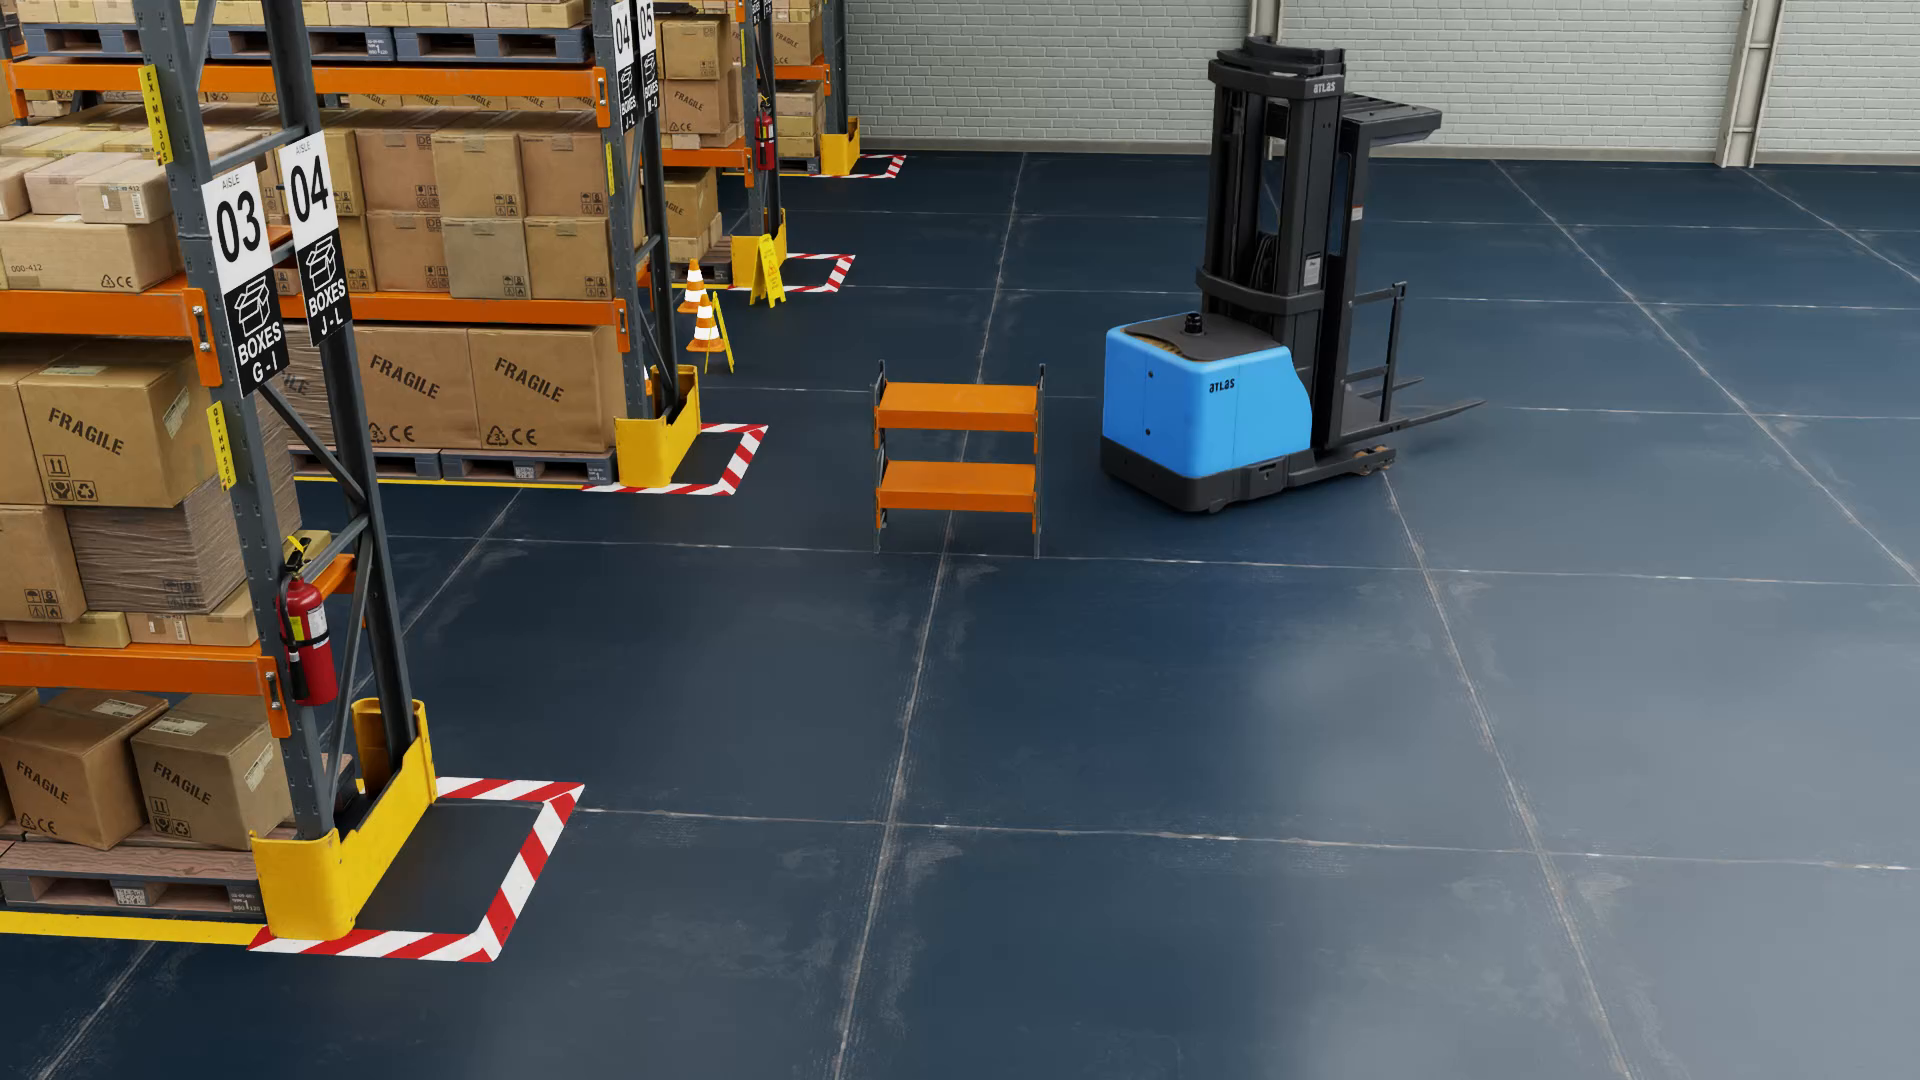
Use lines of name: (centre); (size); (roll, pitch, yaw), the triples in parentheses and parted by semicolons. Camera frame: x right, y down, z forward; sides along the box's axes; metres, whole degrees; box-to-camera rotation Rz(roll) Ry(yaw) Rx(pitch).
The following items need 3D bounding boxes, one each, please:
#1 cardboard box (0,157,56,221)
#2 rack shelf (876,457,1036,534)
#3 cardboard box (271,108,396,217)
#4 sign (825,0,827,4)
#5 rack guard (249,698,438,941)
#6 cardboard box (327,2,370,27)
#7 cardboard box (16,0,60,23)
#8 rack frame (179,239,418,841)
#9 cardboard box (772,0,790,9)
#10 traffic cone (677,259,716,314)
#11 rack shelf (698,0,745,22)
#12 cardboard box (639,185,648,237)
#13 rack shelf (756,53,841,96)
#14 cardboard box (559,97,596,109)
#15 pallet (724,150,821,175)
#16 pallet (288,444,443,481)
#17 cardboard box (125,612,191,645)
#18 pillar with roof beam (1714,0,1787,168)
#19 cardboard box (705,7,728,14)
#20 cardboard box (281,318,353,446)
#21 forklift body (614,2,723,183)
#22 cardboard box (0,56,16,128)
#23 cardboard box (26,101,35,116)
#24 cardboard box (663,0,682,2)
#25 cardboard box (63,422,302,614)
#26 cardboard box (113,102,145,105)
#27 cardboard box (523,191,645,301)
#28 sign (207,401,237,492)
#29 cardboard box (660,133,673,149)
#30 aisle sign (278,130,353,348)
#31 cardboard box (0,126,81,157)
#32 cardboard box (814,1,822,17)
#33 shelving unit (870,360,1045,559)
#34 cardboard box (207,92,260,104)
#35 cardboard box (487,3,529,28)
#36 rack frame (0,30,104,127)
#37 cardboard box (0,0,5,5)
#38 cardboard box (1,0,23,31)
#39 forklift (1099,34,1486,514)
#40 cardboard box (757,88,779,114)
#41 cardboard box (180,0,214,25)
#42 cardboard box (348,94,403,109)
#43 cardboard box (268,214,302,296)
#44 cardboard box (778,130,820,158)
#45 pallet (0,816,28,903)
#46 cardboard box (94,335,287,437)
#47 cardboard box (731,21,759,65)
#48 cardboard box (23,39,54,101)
cardboard box: (-3.500, -1.281, 6.060); (0.250, 0.149, 0.380); (1, 25, 2)
rack shelf: (-0.007, -0.289, 10.618); (1.000, 0.278, 0.538); (2, 25, 4)
cardboard box: (-4.195, -2.574, 11.284); (0.500, 0.550, 0.875); (2, 25, 4)
sign: (-1.588, -6.514, 19.649); (0.005, 0.325, 0.100); (2, 25, 4)
rack guard: (-2.743, 1.226, 7.486); (0.348, 0.500, 1.175); (2, 25, 4)
cardboard box: (-3.811, -3.366, 10.566); (0.250, 0.149, 0.380); (2, 25, 4)
cardboard box: (-5.838, -3.430, 10.706); (0.250, 0.149, 0.380); (1, 25, 3)
rack frame: (-2.667, 0.093, 6.959); (0.127, 3.000, 1.000); (2, 25, 4)
cardboard box: (-2.154, -6.500, 20.036); (0.250, 0.149, 0.380); (2, 25, 4)
traffic cone: (-2.436, -2.361, 15.327); (0.334, 0.463, 0.336); (2, 25, 4)
rack shelf: (-3.903, -5.137, 15.597); (4.000, 0.370, 1.077); (2, 25, 4)
cardboard box: (-3.248, -3.252, 16.118); (0.500, 0.500, 0.500); (3, 25, 6)
rack shelf: (-3.526, -5.843, 20.721); (4.000, 0.370, 1.077); (2, 25, 4)
cardboard box: (-3.468, -4.155, 15.717); (0.500, 0.500, 0.500); (2, 25, 4)
pallet: (-2.298, -4.846, 21.029); (1.213, 0.211, 1.003); (2, 25, 4)
pallet: (-4.203, -0.737, 12.099); (1.213, 0.211, 1.003); (2, 25, 4)
cardboard box: (-3.216, 0.276, 6.862); (0.250, 0.149, 0.380); (2, 25, 4)
pillar with roof beam: (9.478, -7.051, 15.308); (0.400, 9.000, 9.100); (2, 25, 4)
cardboard box: (-2.927, -6.371, 20.113); (0.250, 0.149, 0.380); (1, 25, 2)
cardboard box: (-4.654, -1.248, 11.912); (0.875, 0.875, 0.875); (2, 25, 4)
forklift body: (-3.563, -5.021, 19.088); (1.214, 2.155, 2.313); (2, 25, 4)
cardboard box: (-4.127, -1.837, 6.492); (0.500, 0.500, 0.500); (2, 25, 4)
cardboard box: (-9.027, -4.231, 16.154); (0.250, 0.149, 0.380); (0, 25, 1)
cardboard box: (-3.435, -6.551, 20.148); (0.250, 0.149, 0.380); (2, 25, 5)
cardboard box: (-3.213, -0.116, 6.939); (0.500, 0.500, 0.875); (2, 25, 4)
cardboard box: (-7.967, -4.210, 16.109); (0.250, 0.149, 0.380); (3, 25, 6)
cardboard box: (-2.560, -2.032, 11.398); (0.550, 0.550, 0.875); (2, 25, 4)
sign: (-2.730, -0.346, 6.149); (0.005, 0.325, 0.100); (2, 25, 4)
cardboard box: (-2.813, -3.825, 15.774); (0.250, 0.149, 0.380); (1, 25, 3)
aisle sign: (-2.582, -1.211, 6.683); (0.004, 0.787, 0.394); (2, 25, 4)
cardboard box: (-3.702, -1.531, 6.603); (0.250, 0.149, 0.380); (3, 25, 6)
cardboard box: (-1.851, -6.565, 20.533); (0.250, 0.149, 0.380); (1, 25, 3)
shelving unit: (-0.007, -0.511, 10.515); (1.048, 1.125, 0.538); (2, 25, 4)
cardboard box: (-6.869, -4.471, 15.900); (0.500, 0.500, 0.500); (2, 25, 4)
cardboard box: (-2.795, -3.333, 10.495); (0.250, 0.149, 0.380); (2, 25, 4)
rack frame: (-6.175, -2.099, 11.722); (0.127, 3.000, 1.000); (2, 25, 4)
cardboard box: (-6.758, -3.760, 11.283); (0.396, 0.266, 0.258); (1, 25, 3)
cardboard box: (-11.733, -6.576, 20.830); (0.500, 0.500, 0.700); (2, 25, 4)
forklift: (2.500, -1.957, 11.497); (3.031, 2.935, 1.130); (-15, 29, -29)
cardboard box: (-2.525, -5.400, 20.489); (0.500, 0.250, 0.500); (2, 25, 5)
cardboard box: (-4.823, -3.398, 10.637); (0.250, 0.149, 0.380); (1, 25, 3)
cardboard box: (-5.479, -4.215, 15.847); (0.500, 0.500, 0.500); (2, 25, 4)
cardboard box: (-4.727, -2.085, 11.514); (0.550, 0.550, 0.875); (2, 25, 4)
cardboard box: (-2.025, -4.931, 20.665); (0.500, 0.250, 0.500); (2, 25, 4)
pallet: (-4.763, 1.277, 7.723); (1.213, 0.211, 1.003); (2, 25, 4)
cardboard box: (-3.195, -0.673, 6.952); (0.500, 0.500, 0.500); (2, 25, 4)
cardboard box: (-2.560, -6.078, 20.251); (0.500, 0.500, 0.500); (3, 25, 6)
cardboard box: (-8.934, -4.540, 16.050); (0.500, 0.500, 0.500); (3, 25, 7)
